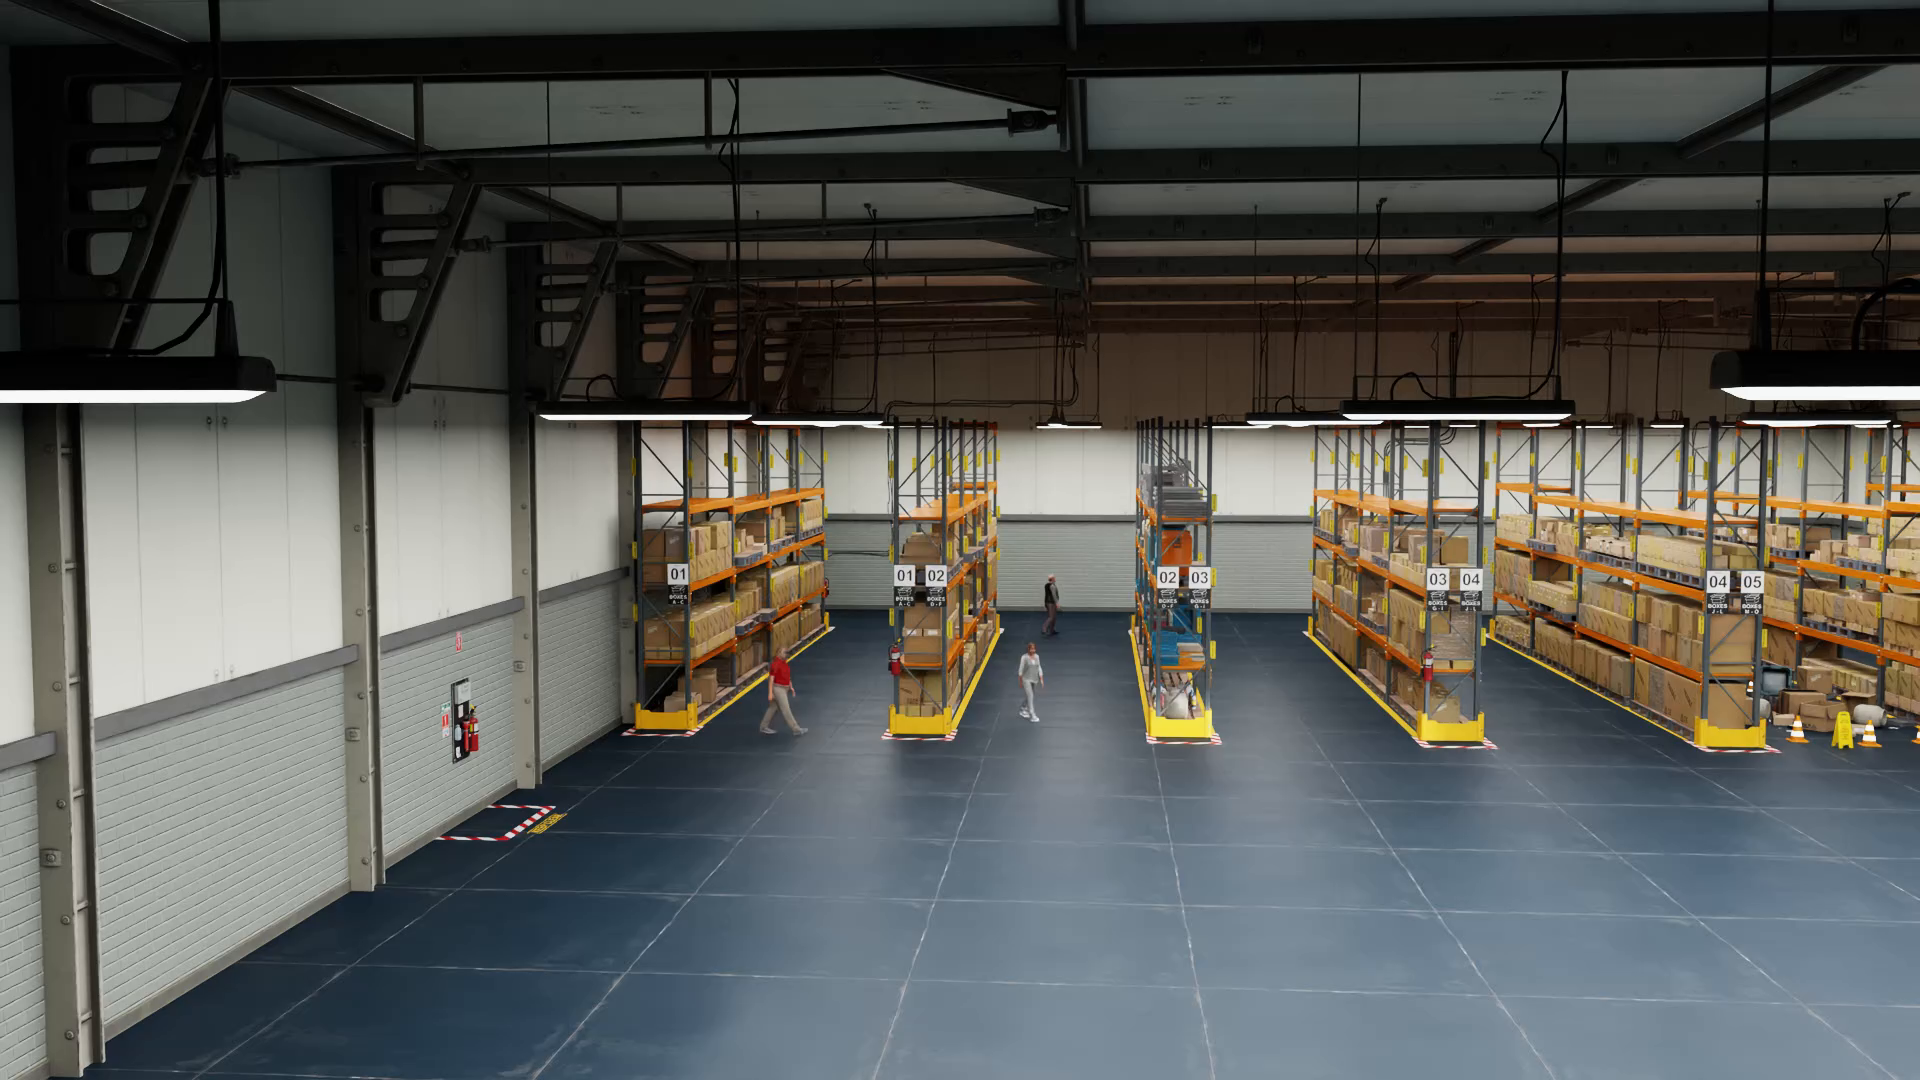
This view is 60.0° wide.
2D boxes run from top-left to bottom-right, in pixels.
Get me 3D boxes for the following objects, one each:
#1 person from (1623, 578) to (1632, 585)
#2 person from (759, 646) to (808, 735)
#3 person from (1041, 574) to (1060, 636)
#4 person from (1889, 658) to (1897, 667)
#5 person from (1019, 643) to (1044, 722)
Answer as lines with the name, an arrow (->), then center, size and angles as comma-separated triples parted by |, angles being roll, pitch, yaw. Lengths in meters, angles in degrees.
person -> 19.587, 1.626, 48.968 | 0.508, 1.795, 0.613 | -1, 4, -18
person -> -3.293, 2.822, 31.207 | 1.030, 1.669, 0.578 | 1, 4, 9
person -> 2.540, 1.823, 46.499 | 0.687, 1.710, 0.594 | -1, 4, -18
person -> 21.278, 2.434, 37.541 | 0.614, 1.685, 0.803 | 0, 4, -1
person -> 1.392, 2.790, 32.840 | 0.464, 1.530, 0.999 | -3, 5, -35
